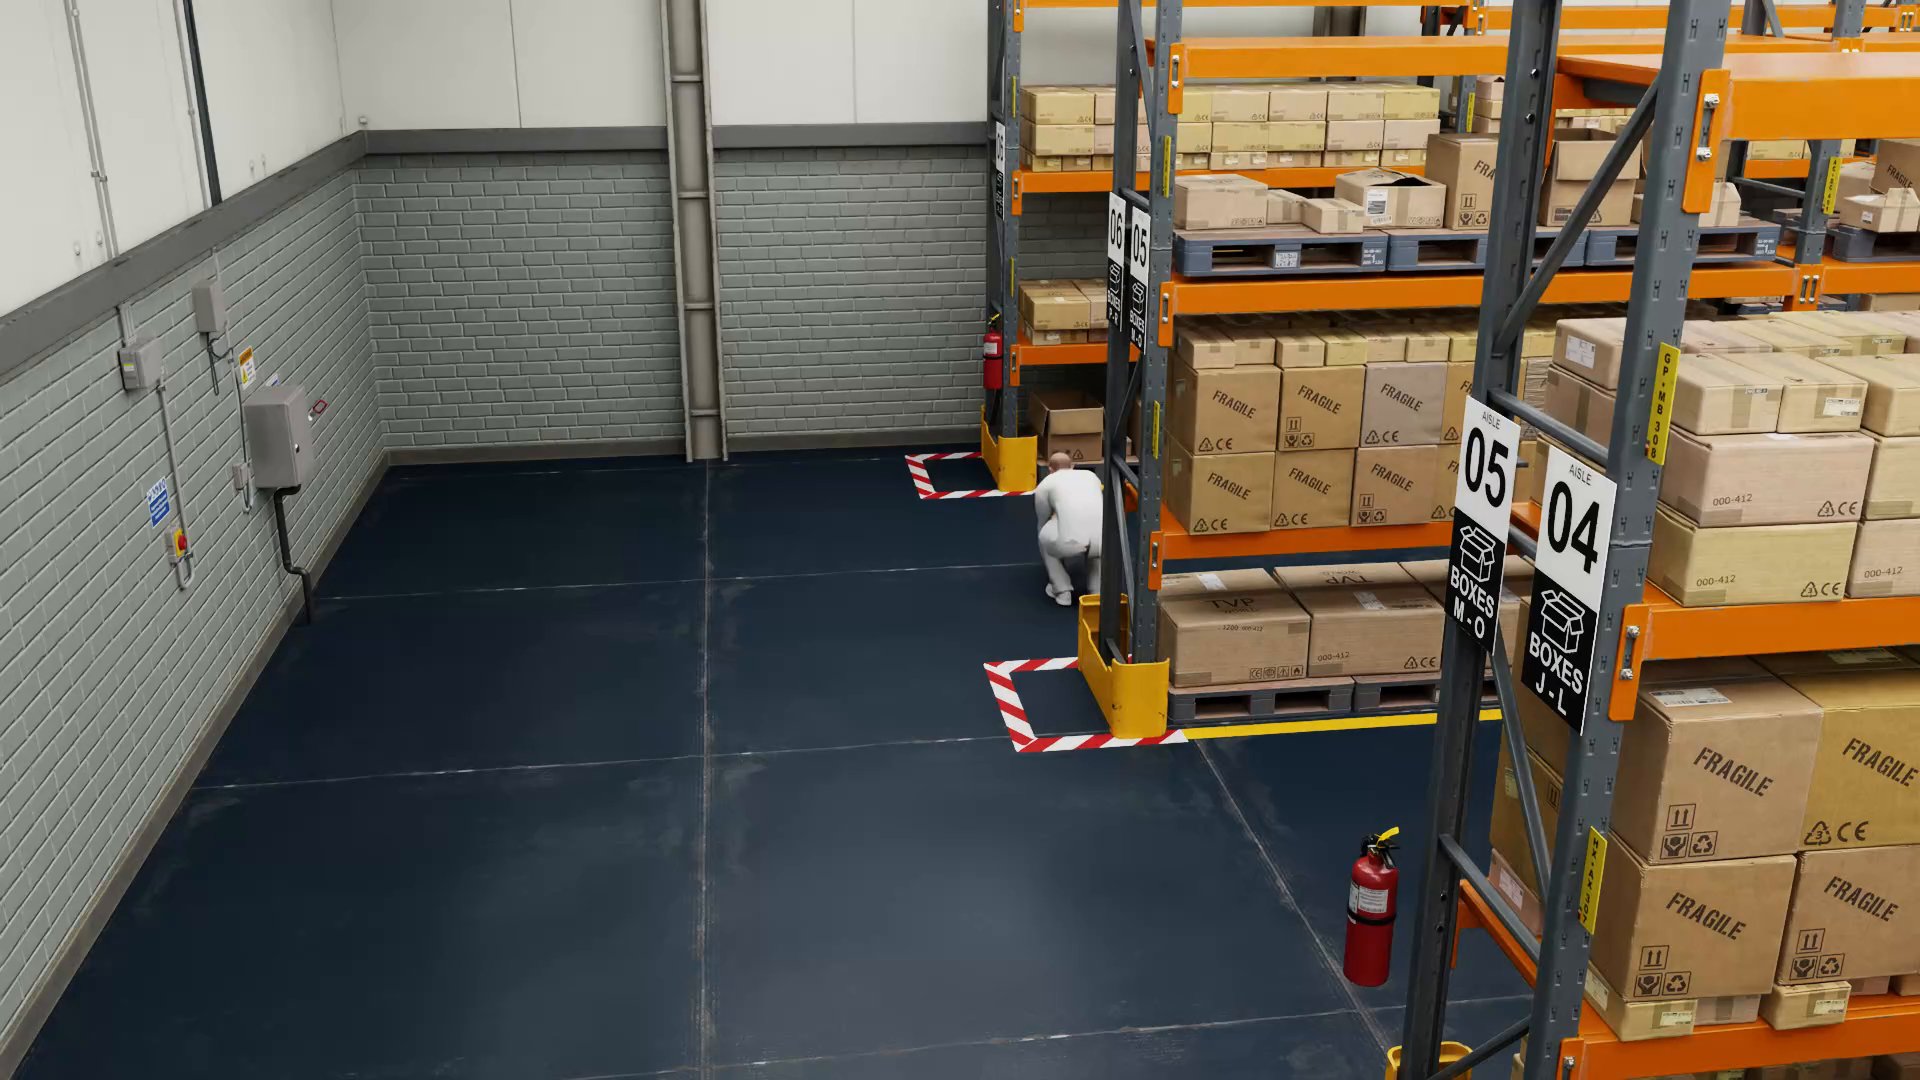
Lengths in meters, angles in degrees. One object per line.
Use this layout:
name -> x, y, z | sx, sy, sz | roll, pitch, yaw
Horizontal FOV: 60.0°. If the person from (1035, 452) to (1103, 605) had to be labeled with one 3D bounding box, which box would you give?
person -> 0.856, -0.075, 12.496 | 0.580, 0.978, 0.941 | -3, 20, -9
